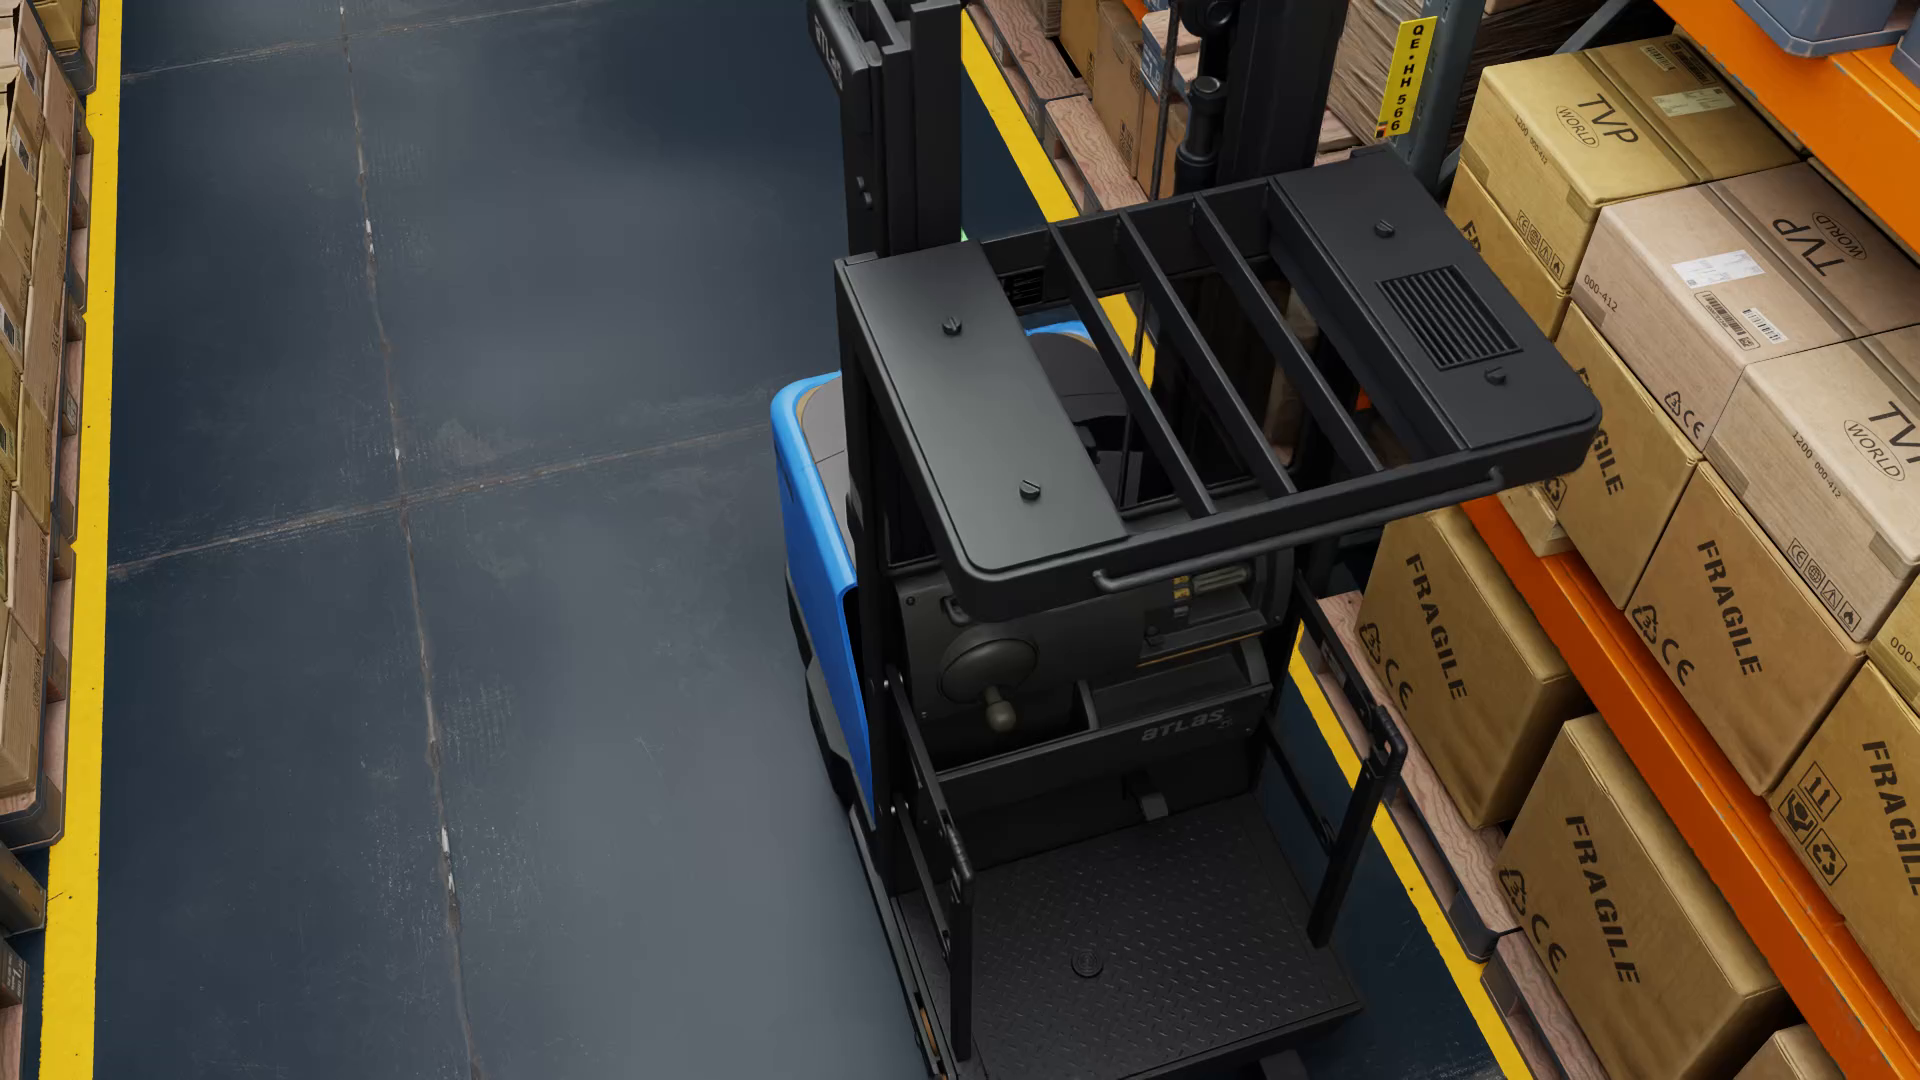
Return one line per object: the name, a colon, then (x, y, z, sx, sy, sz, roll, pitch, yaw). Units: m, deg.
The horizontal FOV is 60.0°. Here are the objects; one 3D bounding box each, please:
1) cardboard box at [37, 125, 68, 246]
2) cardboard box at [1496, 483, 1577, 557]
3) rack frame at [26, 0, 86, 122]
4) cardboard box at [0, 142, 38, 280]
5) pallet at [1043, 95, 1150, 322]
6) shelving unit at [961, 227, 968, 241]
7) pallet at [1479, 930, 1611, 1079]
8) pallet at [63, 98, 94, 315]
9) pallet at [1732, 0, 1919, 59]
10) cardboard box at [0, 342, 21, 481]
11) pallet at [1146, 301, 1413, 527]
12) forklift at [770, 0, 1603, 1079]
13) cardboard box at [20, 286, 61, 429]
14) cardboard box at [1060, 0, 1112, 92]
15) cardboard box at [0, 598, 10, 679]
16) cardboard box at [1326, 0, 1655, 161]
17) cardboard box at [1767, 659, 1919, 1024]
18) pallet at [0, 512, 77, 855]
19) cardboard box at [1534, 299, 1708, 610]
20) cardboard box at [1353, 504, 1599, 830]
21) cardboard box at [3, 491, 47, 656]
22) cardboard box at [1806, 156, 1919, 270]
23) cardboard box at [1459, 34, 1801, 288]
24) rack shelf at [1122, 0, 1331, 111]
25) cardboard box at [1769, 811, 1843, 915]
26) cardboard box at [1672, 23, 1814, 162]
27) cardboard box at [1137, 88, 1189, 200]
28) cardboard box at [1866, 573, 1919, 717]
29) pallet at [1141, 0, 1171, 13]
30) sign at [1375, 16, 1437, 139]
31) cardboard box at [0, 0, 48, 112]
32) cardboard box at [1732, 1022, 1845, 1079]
cardboard box: (-3.771, -1.338, 6.440, 0.500, 0.250, 0.500, -14, 51, -12)
cardboard box: (1.535, -0.131, 4.049, 0.380, 0.149, 0.250, -12, 51, -10)
rack frame: (-4.319, -2.696, 6.061, 1.000, 3.000, 0.127, -13, 51, -11)
cardboard box: (-3.620, -1.151, 5.916, 0.500, 0.311, 0.500, -13, 51, -11)
pallet: (1.009, -1.459, 6.842, 1.003, 0.211, 1.213, -13, 51, -11)
shelving unit: (-0.052, -0.498, 5.385, 0.258, 1.200, 0.503, -14, 51, -12)
pallet: (2.114, 1.484, 4.361, 1.003, 0.211, 1.213, -13, 51, -11)
pallet: (-4.063, -1.268, 6.681, 1.003, 0.211, 1.213, -13, 51, -11)
pallet: (1.836, -1.345, 3.084, 1.213, 0.211, 1.003, -11, 51, -9)
cardboard box: (-3.322, -0.408, 5.289, 0.500, 0.311, 0.500, -15, 51, -12)
pallet: (1.366, -0.570, 6.092, 1.003, 0.211, 1.213, -13, 51, -11)
forklift: (0.388, 0.266, 3.609, 1.130, 2.935, 3.031, -14, 51, -12)
cardboard box: (-3.470, -0.592, 5.811, 0.500, 0.250, 0.500, -12, 51, -10)
cardboard box: (0.847, -2.255, 7.036, 0.700, 0.500, 0.500, -14, 51, -12)
cardboard box: (-3.010, 0.347, 4.653, 0.500, 0.311, 0.500, -12, 51, -10)
cardboard box: (1.447, -1.412, 4.626, 0.700, 0.500, 0.500, -19, 52, -15)
cardboard box: (1.948, 0.507, 3.088, 0.500, 0.500, 0.500, -12, 51, -10)
pallet: (-3.342, 0.514, 5.178, 1.003, 0.211, 1.213, -13, 51, -11)
cardboard box: (1.640, -0.235, 3.713, 0.500, 0.500, 0.500, -12, 51, -10)
cardboard box: (1.687, 0.227, 4.728, 0.750, 0.750, 0.750, -14, 51, -11)
cardboard box: (-3.159, 0.161, 5.176, 0.500, 0.250, 0.500, -15, 51, -12)
cardboard box: (2.127, -0.622, 3.549, 0.500, 0.250, 0.500, -15, 51, -12)
cardboard box: (1.492, -0.863, 3.752, 0.500, 0.250, 0.500, -12, 51, -10)
rack shelf: (1.004, -2.126, 6.051, 1.077, 0.370, 4.000, -13, 51, -11)
cardboard box: (1.935, 0.588, 3.444, 0.380, 0.149, 0.250, -13, 51, -11)
cardboard box: (1.977, -1.001, 3.868, 0.500, 0.250, 0.500, -12, 51, -10)
cardboard box: (1.117, -1.506, 6.405, 0.700, 0.500, 0.500, -14, 51, -11)
cardboard box: (1.952, 0.244, 2.819, 0.500, 0.250, 0.500, -14, 51, -12)
pallet: (0.971, -2.272, 5.829, 1.003, 0.211, 1.213, -13, 51, -11)
sign: (1.080, -1.115, 4.023, 0.100, 0.325, 0.005, -13, 51, -11)
cardboard box: (-3.925, -1.895, 6.542, 0.500, 0.311, 0.500, -13, 51, -11)
cardboard box: (2.196, 1.488, 3.665, 0.750, 0.750, 0.750, -12, 51, -10)
